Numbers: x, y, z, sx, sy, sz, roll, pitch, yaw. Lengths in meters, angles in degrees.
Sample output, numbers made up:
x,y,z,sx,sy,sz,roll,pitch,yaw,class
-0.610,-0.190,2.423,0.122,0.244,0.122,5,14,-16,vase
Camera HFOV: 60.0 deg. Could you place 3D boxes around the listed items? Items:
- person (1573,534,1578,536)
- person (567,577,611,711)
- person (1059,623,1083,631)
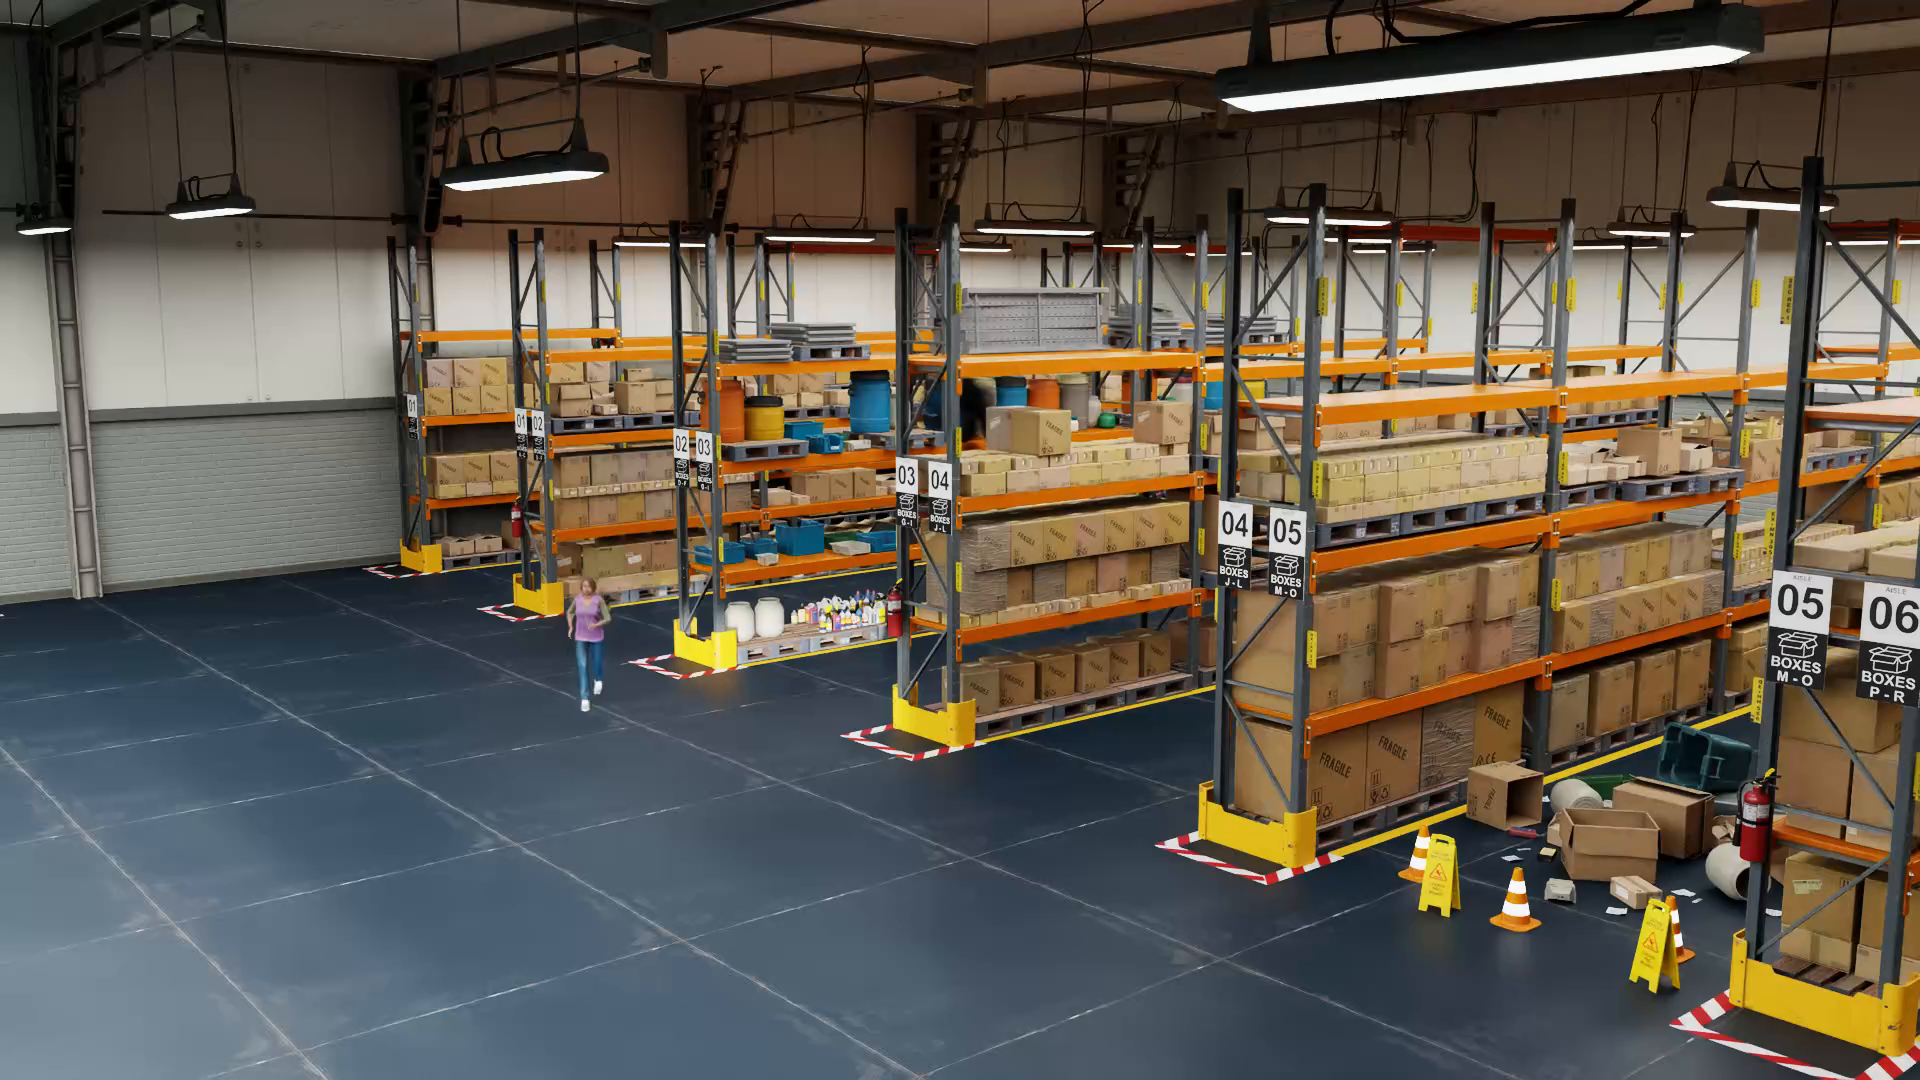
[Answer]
x,y,z,sx,sy,sz,roll,pitch,yaw,class
8.491,0.783,22.974,0.731,1.741,0.762,9,12,44,person
-4.558,1.244,20.442,0.545,1.564,0.886,-1,9,-6,person
1.639,0.419,23.760,0.613,1.684,0.833,7,11,38,person
